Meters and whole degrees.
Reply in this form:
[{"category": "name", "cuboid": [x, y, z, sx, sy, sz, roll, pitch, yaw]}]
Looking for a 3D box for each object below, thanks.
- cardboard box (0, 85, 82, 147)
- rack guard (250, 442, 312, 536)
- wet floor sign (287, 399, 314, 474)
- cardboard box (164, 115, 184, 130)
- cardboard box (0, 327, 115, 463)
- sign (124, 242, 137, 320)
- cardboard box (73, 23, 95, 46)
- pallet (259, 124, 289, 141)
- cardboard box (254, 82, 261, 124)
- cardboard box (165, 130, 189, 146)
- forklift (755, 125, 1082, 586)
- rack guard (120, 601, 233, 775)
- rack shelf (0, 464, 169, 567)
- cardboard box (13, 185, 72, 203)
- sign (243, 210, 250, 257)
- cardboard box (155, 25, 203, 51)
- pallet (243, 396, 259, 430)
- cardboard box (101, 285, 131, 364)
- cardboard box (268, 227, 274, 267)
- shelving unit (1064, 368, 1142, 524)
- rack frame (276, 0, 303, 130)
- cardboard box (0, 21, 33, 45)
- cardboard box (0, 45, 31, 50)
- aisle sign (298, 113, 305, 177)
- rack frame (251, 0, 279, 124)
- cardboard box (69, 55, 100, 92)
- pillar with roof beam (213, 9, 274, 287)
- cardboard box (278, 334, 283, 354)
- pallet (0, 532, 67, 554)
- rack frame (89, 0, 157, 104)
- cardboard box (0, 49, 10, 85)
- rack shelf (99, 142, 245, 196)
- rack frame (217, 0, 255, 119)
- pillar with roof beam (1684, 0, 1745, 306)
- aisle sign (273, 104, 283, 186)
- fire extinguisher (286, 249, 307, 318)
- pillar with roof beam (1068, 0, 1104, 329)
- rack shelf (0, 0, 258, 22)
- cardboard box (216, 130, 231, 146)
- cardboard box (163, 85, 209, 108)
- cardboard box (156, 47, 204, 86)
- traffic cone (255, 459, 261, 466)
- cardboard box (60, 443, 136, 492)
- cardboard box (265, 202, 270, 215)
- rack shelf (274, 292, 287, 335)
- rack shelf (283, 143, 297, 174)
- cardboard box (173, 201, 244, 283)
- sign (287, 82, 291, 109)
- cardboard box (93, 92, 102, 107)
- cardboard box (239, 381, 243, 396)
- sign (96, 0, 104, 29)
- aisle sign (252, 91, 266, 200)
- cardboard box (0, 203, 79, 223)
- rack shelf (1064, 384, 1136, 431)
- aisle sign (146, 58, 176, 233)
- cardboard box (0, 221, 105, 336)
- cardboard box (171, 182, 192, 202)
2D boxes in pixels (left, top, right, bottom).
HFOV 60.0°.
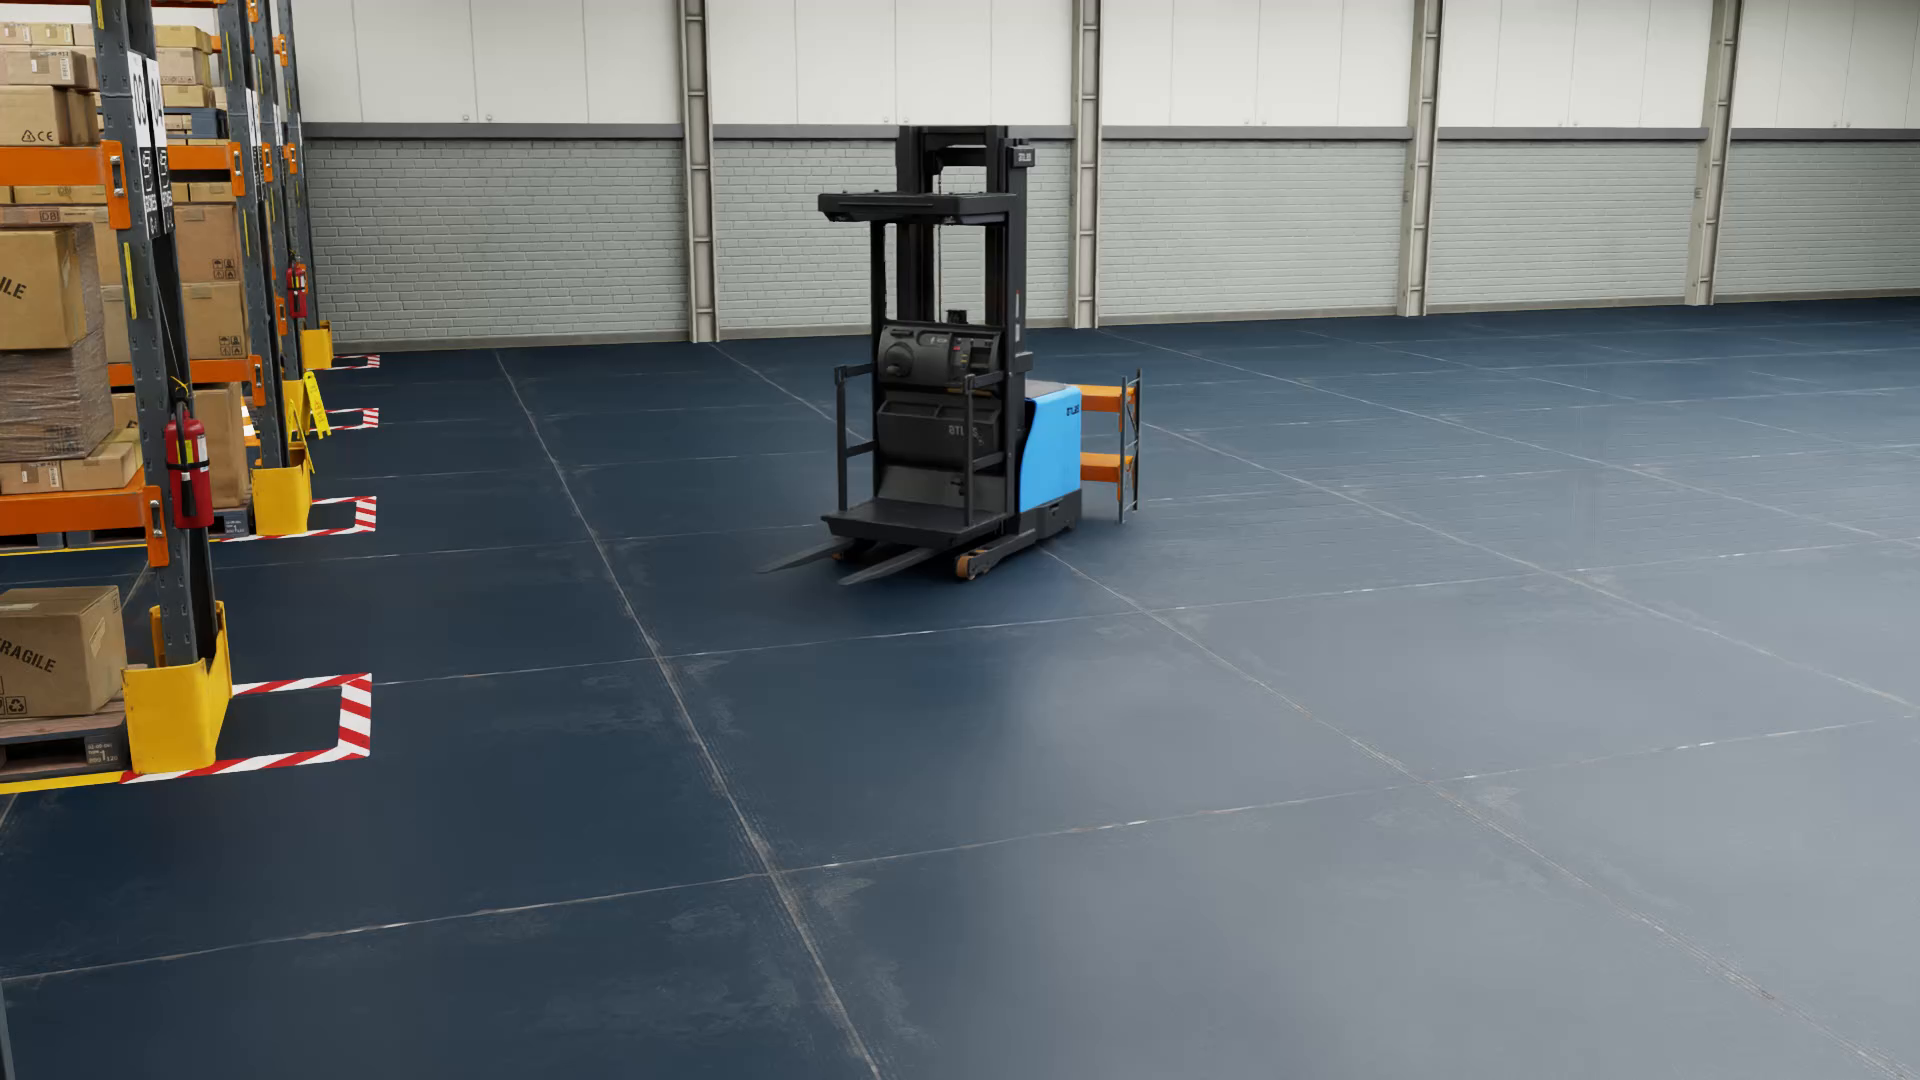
[{"category": "cardboard box", "cuboid": [-4.116, -1.820, 7.156, 0.500, 0.250, 0.500, -4, 14, -17]}, {"category": "rack guard", "cuboid": [-5.203, -0.406, 12.771, 0.348, 0.500, 1.175, -4, 14, -18]}, {"category": "wet floor sign", "cuboid": [-5.830, -0.912, 14.581, 0.232, 0.644, 0.267, -7, 15, -28]}, {"category": "cardboard box", "cuboid": [-7.781, -4.099, 16.093, 0.500, 0.250, 0.500, -5, 14, -19]}, {"category": "cardboard box", "cuboid": [-4.270, -0.684, 7.678, 0.500, 0.500, 0.875, -4, 14, -18]}, {"category": "sign", "cuboid": [-3.582, -1.119, 7.181, 0.005, 0.325, 0.100, -4, 14, -18]}, {"category": "cardboard box", "cuboid": [-5.917, -3.462, 11.430, 0.250, 0.149, 0.380, -4, 14, -17]}, {"category": "pallet", "cuboid": [-9.166, -5.157, 21.050, 1.213, 0.211, 1.003, -4, 14, -18]}, {"category": "cardboard box", "cuboid": [-8.829, -5.462, 20.802, 0.500, 0.500, 0.500, -4, 14, -16]}, {"category": "cardboard box", "cuboid": [-7.638, -3.911, 16.162, 0.250, 0.149, 0.380, -4, 14, -16]}, {"category": "forklift", "cuboid": [-0.247, -1.280, 11.190, 1.130, 2.935, 3.031, 7, 15, 28]}, {"category": "rack guard", "cuboid": [-3.812, 0.696, 8.135, 0.348, 0.500, 1.175, -4, 14, -18]}, {"category": "rack shelf", "cuboid": [-5.636, -0.028, 7.332, 4.000, 0.370, 1.077, -4, 14, -18]}, {"category": "cardboard box", "cuboid": [-8.765, -3.191, 16.055, 0.500, 0.500, 0.700, -5, 14, -18]}, {"category": "sign", "cuboid": [-5.066, -2.179, 11.808, 0.005, 0.325, 0.100, -4, 14, -18]}, {"category": "cardboard box", "cuboid": [-5.437, -3.499, 11.586, 0.250, 0.149, 0.380, -4, 14, -18]}, {"category": "pallet", "cuboid": [-7.754, -1.284, 17.086, 1.213, 0.211, 1.003, -4, 14, -18]}, {"category": "cardboard box", "cuboid": [-6.078, -1.611, 12.109, 0.550, 0.550, 0.875, -4, 14, -18]}, {"category": "cardboard box", "cuboid": [-8.870, -3.742, 21.176, 0.500, 0.500, 0.500, -5, 14, -19]}, {"category": "shelving unit", "cuboid": [0.828, -0.764, 12.925, 1.048, 1.125, 0.538, 5, 14, 19]}, {"category": "rack frame", "cuboid": [-8.487, -6.706, 20.888, 0.127, 3.000, 1.000, -4, 14, -18]}, {"category": "cardboard box", "cuboid": [-6.399, -3.425, 11.272, 0.250, 0.149, 0.380, -4, 14, -18]}, {"category": "cardboard box", "cuboid": [-6.551, -3.234, 11.331, 0.500, 0.250, 0.500, -5, 14, -18]}, {"category": "aisle sign", "cuboid": [-8.331, -4.992, 21.031, 0.004, 0.787, 0.394, -4, 14, -18]}, {"category": "rack frame", "cuboid": [-6.901, -5.617, 16.313, 0.127, 3.000, 1.000, -4, 14, -18]}, {"category": "cardboard box", "cuboid": [-4.075, -2.136, 7.621, 0.250, 0.149, 0.380, -5, 14, -18]}, {"category": "pillar with roof beam", "cuboid": [-8.062, -5.908, 17.534, 0.400, 9.000, 9.100, -4, 14, -18]}, {"category": "cardboard box", "cuboid": [-8.832, -2.550, 21.415, 0.500, 0.250, 0.500, -4, 14, -18]}, {"category": "pallet", "cuboid": [-7.113, -0.099, 12.102, 1.213, 0.211, 1.003, -4, 14, -18]}, {"category": "rack frame", "cuboid": [-3.740, -3.444, 7.175, 0.127, 3.000, 1.000, -4, 14, -18]}, {"category": "cardboard box", "cuboid": [-4.188, -2.023, 7.147, 0.250, 0.149, 0.380, -5, 14, -20]}, {"category": "rack shelf", "cuboid": [-7.122, -2.582, 11.590, 4.000, 0.370, 1.077, -4, 14, -18]}, {"category": "rack frame", "cuboid": [-5.226, -4.539, 11.780, 0.127, 3.000, 1.000, -4, 14, -18]}, {"category": "pillar with roof beam", "cuboid": [14.685, -7.679, 24.980, 0.400, 9.000, 9.100, -4, 14, -18]}, {"category": "aisle sign", "cuboid": [-6.749, -3.905, 16.458, 0.004, 0.787, 0.394, -4, 14, -18]}, {"category": "fire extinguisher", "cuboid": [-6.645, -2.569, 16.626, 0.183, 0.674, 0.296, -4, 14, -18]}, {"category": "pillar with roof beam", "cuboid": [3.312, -6.794, 21.257, 0.400, 9.000, 9.100, -4, 14, -18]}, {"category": "rack shelf", "cuboid": [-8.796, -5.118, 15.776, 4.000, 0.370, 1.077, -4, 14, -18]}, {"category": "cardboard box", "cuboid": [-7.150, -3.948, 16.320, 0.250, 0.149, 0.380, -4, 14, -18]}, {"category": "cardboard box", "cuboid": [-5.433, -3.112, 11.680, 0.250, 0.149, 0.380, -4, 14, -18]}, {"category": "cardboard box", "cuboid": [-5.601, -3.307, 11.640, 0.500, 0.250, 0.500, -4, 14, -17]}, {"category": "traffic cone", "cuboid": [-6.221, -0.932, 15.060, 0.334, 0.463, 0.336, -4, 14, -18]}, {"category": "cardboard box", "cuboid": [-3.944, -0.337, 7.620, 0.250, 0.149, 0.380, -4, 14, -18]}, {"category": "cardboard box", "cuboid": [-8.760, -4.223, 21.156, 0.250, 0.149, 0.380, -4, 14, -18]}, {"category": "rack shelf", "cuboid": [-8.796, -2.201, 16.469, 4.000, 0.370, 1.077, -4, 14, -18]}, {"category": "rack shelf", "cuboid": [-10.383, -4.749, 20.698, 4.000, 0.370, 1.077, -4, 14, -18]}, {"category": "cardboard box", "cuboid": [-5.590, -2.200, 12.252, 0.550, 0.550, 0.875, -4, 14, -18]}, {"category": "sign", "cuboid": [-8.327, -5.519, 20.637, 0.005, 0.325, 0.100, -4, 14, -18]}, {"category": "cardboard box", "cuboid": [-5.915, -3.074, 11.522, 0.250, 0.149, 0.380, -4, 14, -17]}, {"category": "cardboard box", "cuboid": [-7.753, -1.567, 17.281, 0.500, 0.250, 0.500, -5, 14, -19]}, {"category": "sign", "cuboid": [-3.582, -2.292, 6.902, 0.005, 0.325, 0.100, -4, 14, -18]}, {"category": "aisle sign", "cuboid": [-5.255, -2.956, 12.472, 0.004, 0.787, 0.394, -4, 14, -18]}, {"category": "cardboard box", "cuboid": [-6.656, -2.128, 11.948, 0.550, 0.550, 0.875, -4, 14, -18]}, {"category": "rack shelf", "cuboid": [0.828, -1.049, 12.857, 1.000, 0.278, 0.538, 5, 14, 19]}, {"category": "aisle sign", "cuboid": [-3.777, -1.860, 7.864, 0.004, 0.787, 0.394, -4, 14, -18]}, {"category": "cardboard box", "cuboid": [-4.348, -1.224, 7.788, 0.500, 0.500, 0.500, -4, 14, -18]}, {"category": "cardboard box", "cuboid": [-7.797, -3.257, 16.335, 0.500, 0.500, 0.700, -4, 14, -18]}]
